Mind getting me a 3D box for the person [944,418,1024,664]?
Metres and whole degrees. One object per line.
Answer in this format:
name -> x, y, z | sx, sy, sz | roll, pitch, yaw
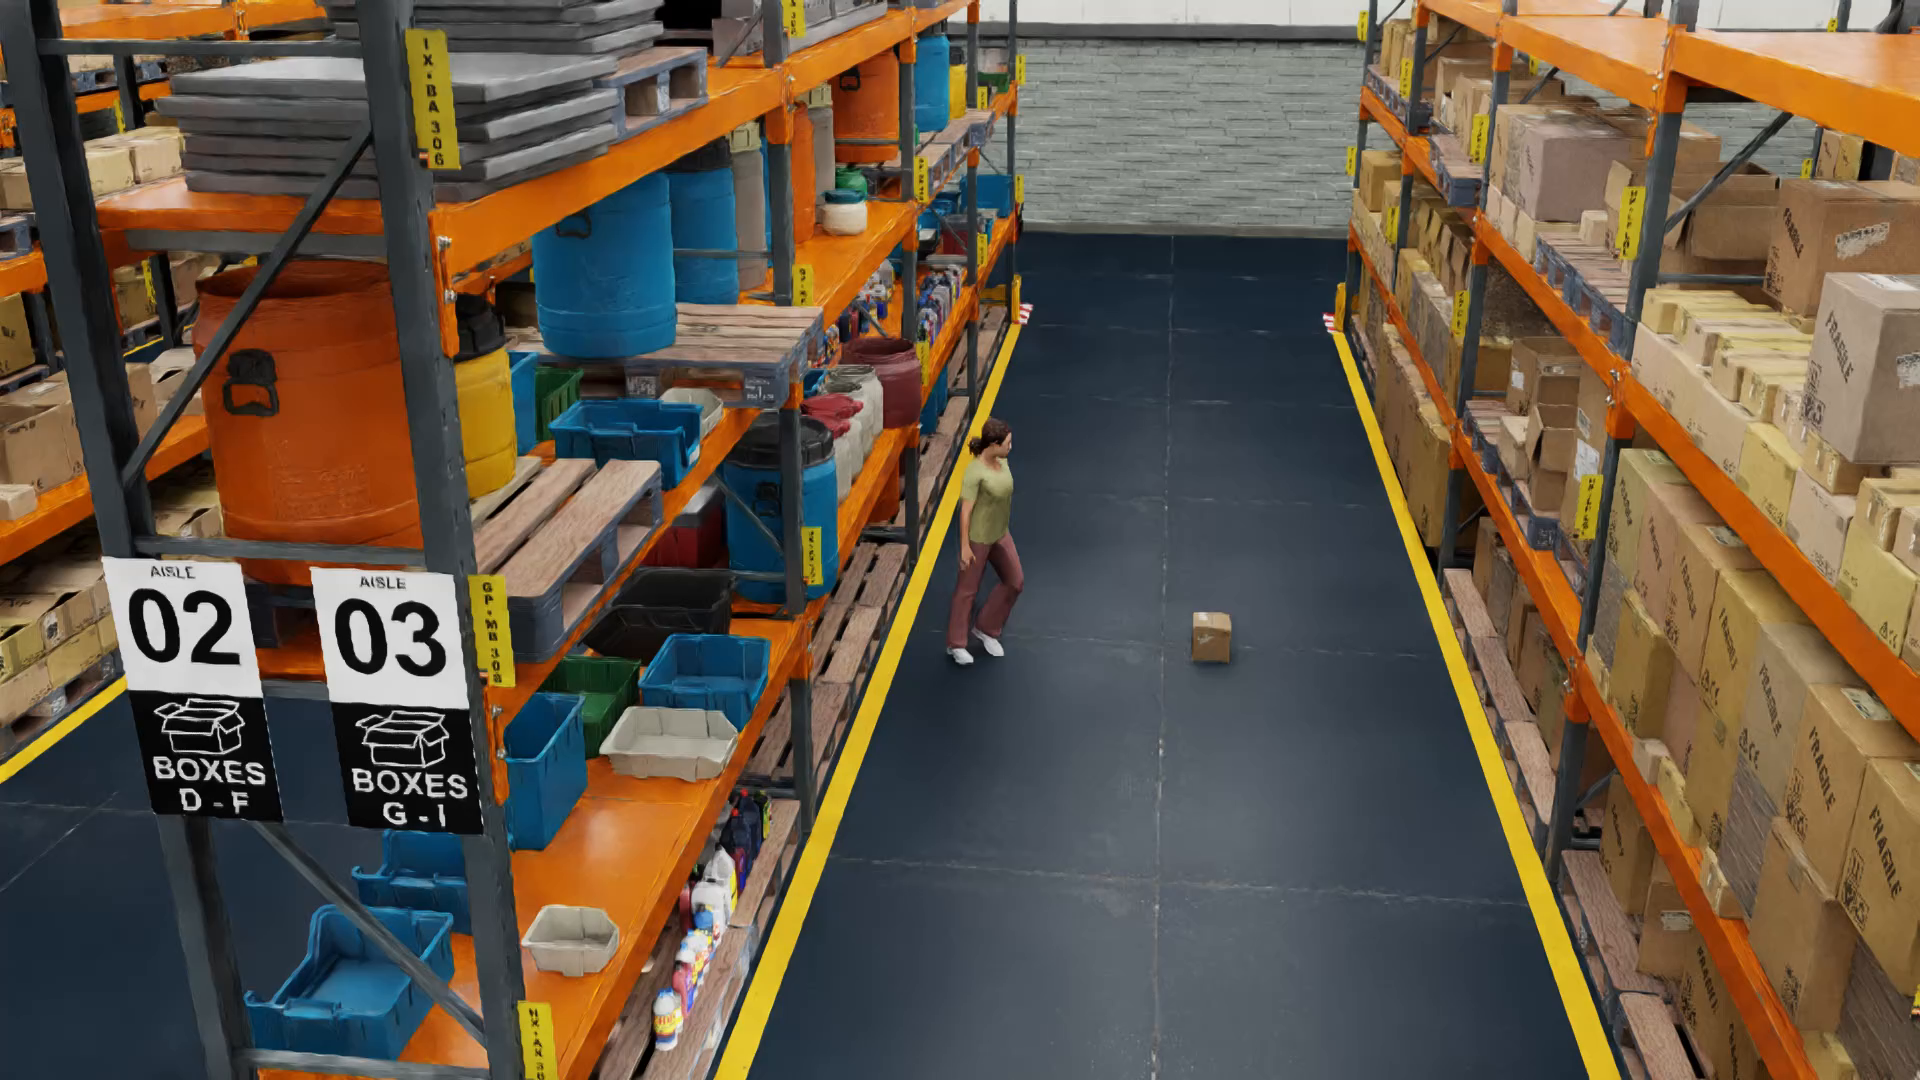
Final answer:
person -> 0.147, 0.118, 11.112 | 0.383, 1.435, 0.572 | 19, 28, 40
